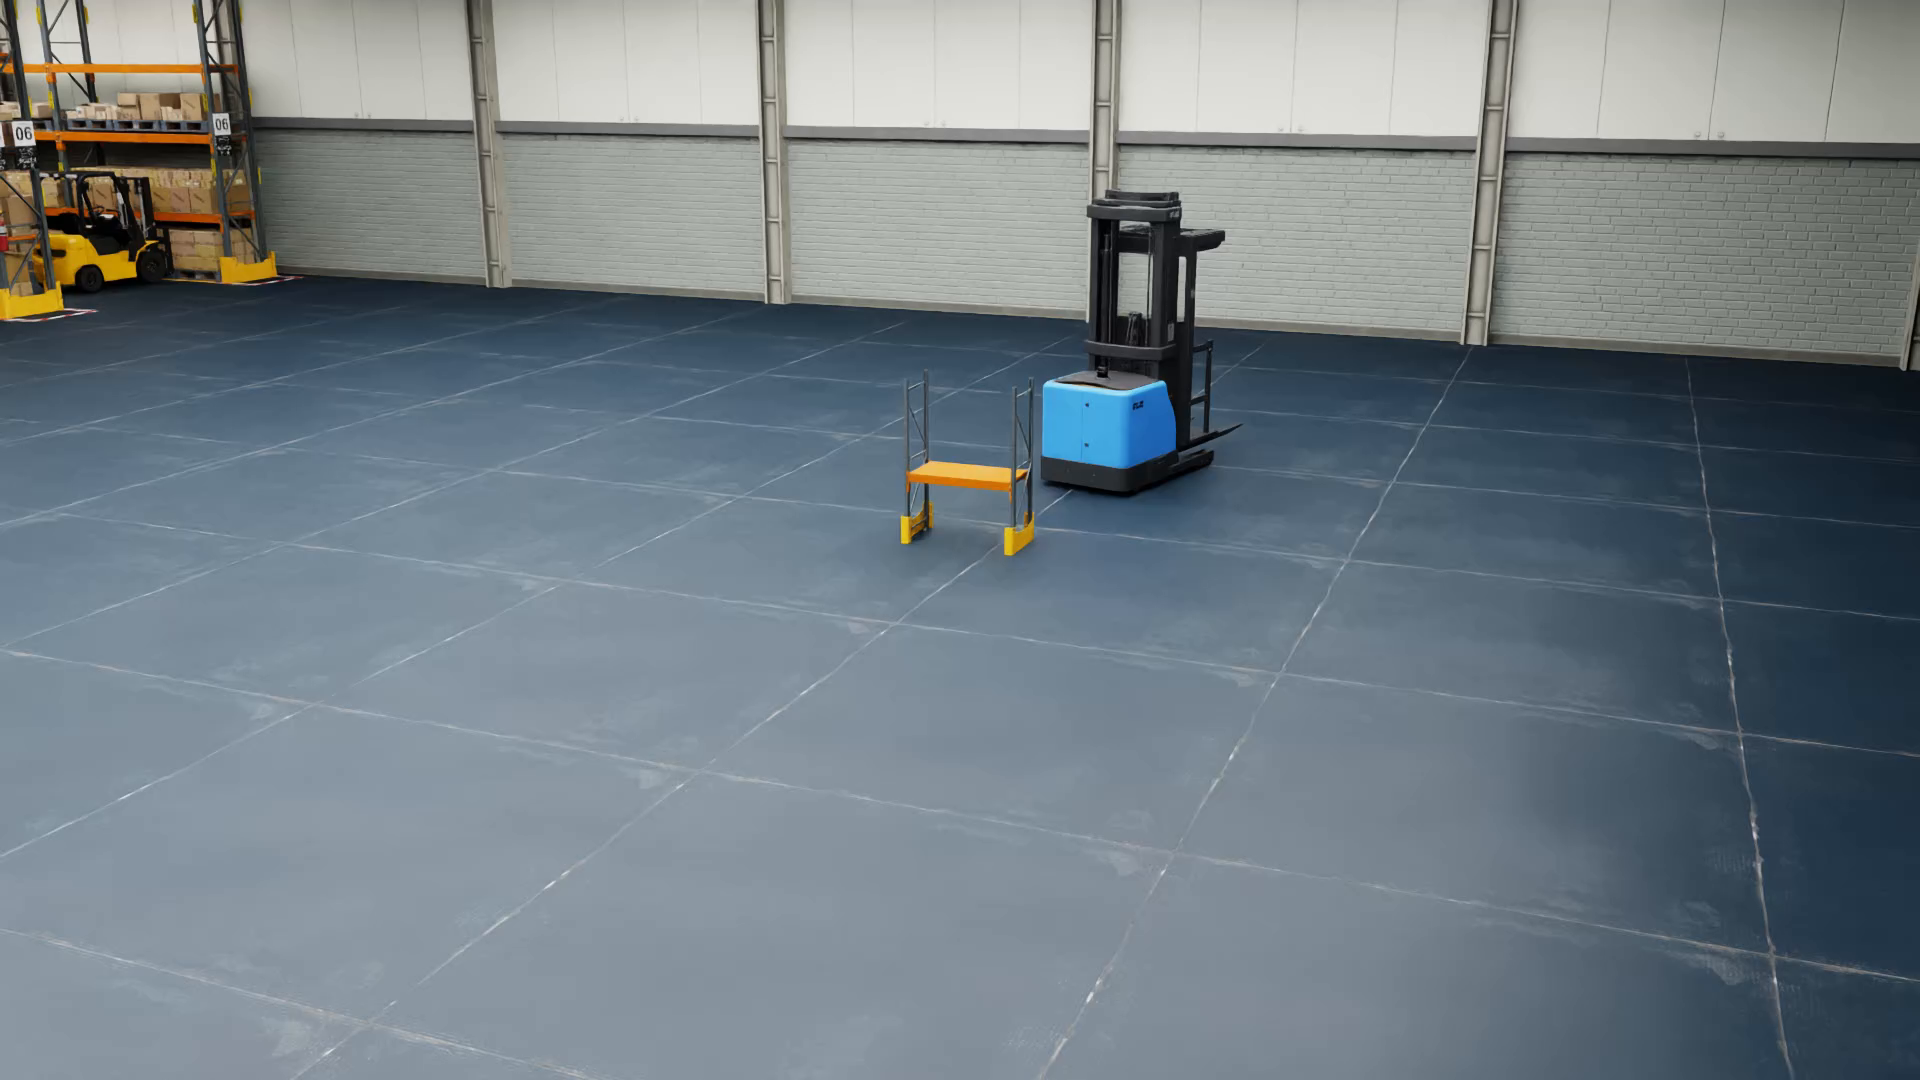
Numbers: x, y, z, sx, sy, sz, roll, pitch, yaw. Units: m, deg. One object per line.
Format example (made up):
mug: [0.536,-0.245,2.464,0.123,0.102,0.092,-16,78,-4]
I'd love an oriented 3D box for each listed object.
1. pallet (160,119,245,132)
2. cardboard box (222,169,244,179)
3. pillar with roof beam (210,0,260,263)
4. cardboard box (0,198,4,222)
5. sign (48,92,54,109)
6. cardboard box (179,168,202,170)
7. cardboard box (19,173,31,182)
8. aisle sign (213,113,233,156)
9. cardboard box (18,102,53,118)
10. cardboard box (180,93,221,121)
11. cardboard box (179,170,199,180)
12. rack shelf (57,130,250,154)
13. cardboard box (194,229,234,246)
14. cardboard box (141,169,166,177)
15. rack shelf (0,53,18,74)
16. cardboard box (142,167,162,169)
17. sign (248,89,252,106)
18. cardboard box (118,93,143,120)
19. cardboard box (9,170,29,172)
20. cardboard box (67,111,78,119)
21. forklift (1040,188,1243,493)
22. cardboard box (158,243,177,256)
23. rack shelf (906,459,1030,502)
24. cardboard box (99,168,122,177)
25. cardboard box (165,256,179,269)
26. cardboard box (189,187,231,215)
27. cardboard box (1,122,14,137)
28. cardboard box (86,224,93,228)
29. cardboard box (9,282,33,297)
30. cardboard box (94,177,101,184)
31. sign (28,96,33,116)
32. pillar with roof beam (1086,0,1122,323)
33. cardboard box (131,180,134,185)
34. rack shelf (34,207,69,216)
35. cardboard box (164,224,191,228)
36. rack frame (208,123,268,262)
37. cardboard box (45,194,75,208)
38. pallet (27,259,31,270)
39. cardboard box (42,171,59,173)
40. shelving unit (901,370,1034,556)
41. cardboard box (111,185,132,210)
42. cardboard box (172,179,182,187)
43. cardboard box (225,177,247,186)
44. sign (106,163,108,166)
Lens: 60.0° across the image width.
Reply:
pallet: [-14.748,-8.087,32.430,1.213,0.211,1.003,6,17,21]
cardboard box: [-14.334,-7.202,32.727,0.250,0.149,0.380,6,17,20]
pillar with roof beam: [-15.996,-8.680,28.932,0.400,9.000,9.100,6,17,21]
cardboard box: [-16.523,-5.498,28.017,0.500,0.500,0.500,6,17,20]
sign: [-18.011,-8.718,32.951,0.005,0.325,0.100,6,17,21]
cardboard box: [-15.295,-7.311,33.100,0.250,0.149,0.380,7,18,22]
cardboard box: [-18.968,-7.409,33.973,0.250,0.149,0.380,6,17,19]
aisle sign: [-14.146,-7.776,31.915,0.004,0.787,0.394,6,17,21]
cardboard box: [-18.583,-8.678,33.532,0.500,0.311,0.500,6,17,19]
cardboard box: [-14.601,-8.331,31.997,0.500,0.500,0.500,7,18,22]
cardboard box: [-15.004,-7.132,32.483,0.250,0.149,0.380,7,17,22]
rack shelf: [-15.960,-7.910,32.950,4.000,0.370,1.077,6,17,21]
cardboard box: [-14.642,-5.938,32.632,0.500,0.250,0.500,7,18,22]
cardboard box: [-15.939,-7.250,32.891,0.250,0.149,0.380,7,17,21]
rack shelf: [-17.778,-8.061,28.097,4.000,0.370,1.077,6,17,21]
cardboard box: [-16.233,-7.428,33.504,0.250,0.149,0.380,6,17,20]
sign: [-13.890,-8.652,32.506,0.005,0.325,0.100,6,17,21]
cardboard box: [-16.047,-8.533,32.687,0.637,0.503,0.797,7,18,22]
cardboard box: [-19.730,-7.655,34.820,0.250,0.149,0.380,7,18,22]
cardboard box: [-17.515,-8.464,33.088,0.250,0.149,0.380,7,17,22]
forklift: [2.086,-2.236,17.619,1.130,2.935,3.031,11,20,33]
cardboard box: [-15.618,-5.802,33.060,0.500,0.250,0.500,6,17,19]
rack shelf: [0.079,-0.539,14.985,1.000,0.185,0.538,6,17,21]
cardboard box: [-16.914,-7.332,33.174,0.250,0.149,0.380,7,17,22]
cardboard box: [-15.574,-5.565,33.140,0.500,0.250,0.500,6,17,21]
cardboard box: [-14.654,-6.641,32.488,0.500,0.500,0.500,6,17,19]
cardboard box: [-16.287,-6.954,28.104,0.500,0.250,0.500,6,17,20]
cardboard box: [-17.486,-6.250,33.707,0.500,0.250,0.500,6,17,20]
cardboard box: [-16.566,-4.358,28.984,0.500,0.250,0.500,6,17,20]
cardboard box: [-17.127,-7.233,33.364,0.250,0.149,0.380,6,17,21]
sign: [-15.718,-7.324,28.072,0.005,0.325,0.100,6,17,21]
pillar with roof beam: [0.748,-6.839,22.589,0.400,9.000,9.100,6,17,21]
cardboard box: [-16.190,-7.115,32.959,0.250,0.149,0.380,6,17,19]
rack shelf: [-19.681,-6.879,34.778,4.000,0.370,1.077,6,17,21]
cardboard box: [-15.879,-6.228,33.633,0.500,0.250,0.500,6,17,20]
rack frame: [-14.100,-6.610,32.563,0.127,3.000,1.000,6,17,21]
cardboard box: [-18.385,-6.931,33.938,0.500,0.250,0.500,7,17,22]
pallet: [-19.659,-5.870,35.015,1.213,0.211,1.003,6,17,21]
cardboard box: [-18.777,-7.558,34.486,0.250,0.149,0.380,6,17,20]
shelving unit: [0.071,-0.712,14.938,1.083,1.500,0.587,6,17,21]
cardboard box: [-16.542,-6.854,33.223,0.500,0.500,0.500,6,17,20]
cardboard box: [-15.219,-7.022,32.638,0.250,0.149,0.380,6,17,20]
cardboard box: [-14.320,-7.072,32.810,0.250,0.149,0.380,6,17,19]
sign: [-17.618,-7.617,34.337,0.005,0.325,0.100,6,17,21]
